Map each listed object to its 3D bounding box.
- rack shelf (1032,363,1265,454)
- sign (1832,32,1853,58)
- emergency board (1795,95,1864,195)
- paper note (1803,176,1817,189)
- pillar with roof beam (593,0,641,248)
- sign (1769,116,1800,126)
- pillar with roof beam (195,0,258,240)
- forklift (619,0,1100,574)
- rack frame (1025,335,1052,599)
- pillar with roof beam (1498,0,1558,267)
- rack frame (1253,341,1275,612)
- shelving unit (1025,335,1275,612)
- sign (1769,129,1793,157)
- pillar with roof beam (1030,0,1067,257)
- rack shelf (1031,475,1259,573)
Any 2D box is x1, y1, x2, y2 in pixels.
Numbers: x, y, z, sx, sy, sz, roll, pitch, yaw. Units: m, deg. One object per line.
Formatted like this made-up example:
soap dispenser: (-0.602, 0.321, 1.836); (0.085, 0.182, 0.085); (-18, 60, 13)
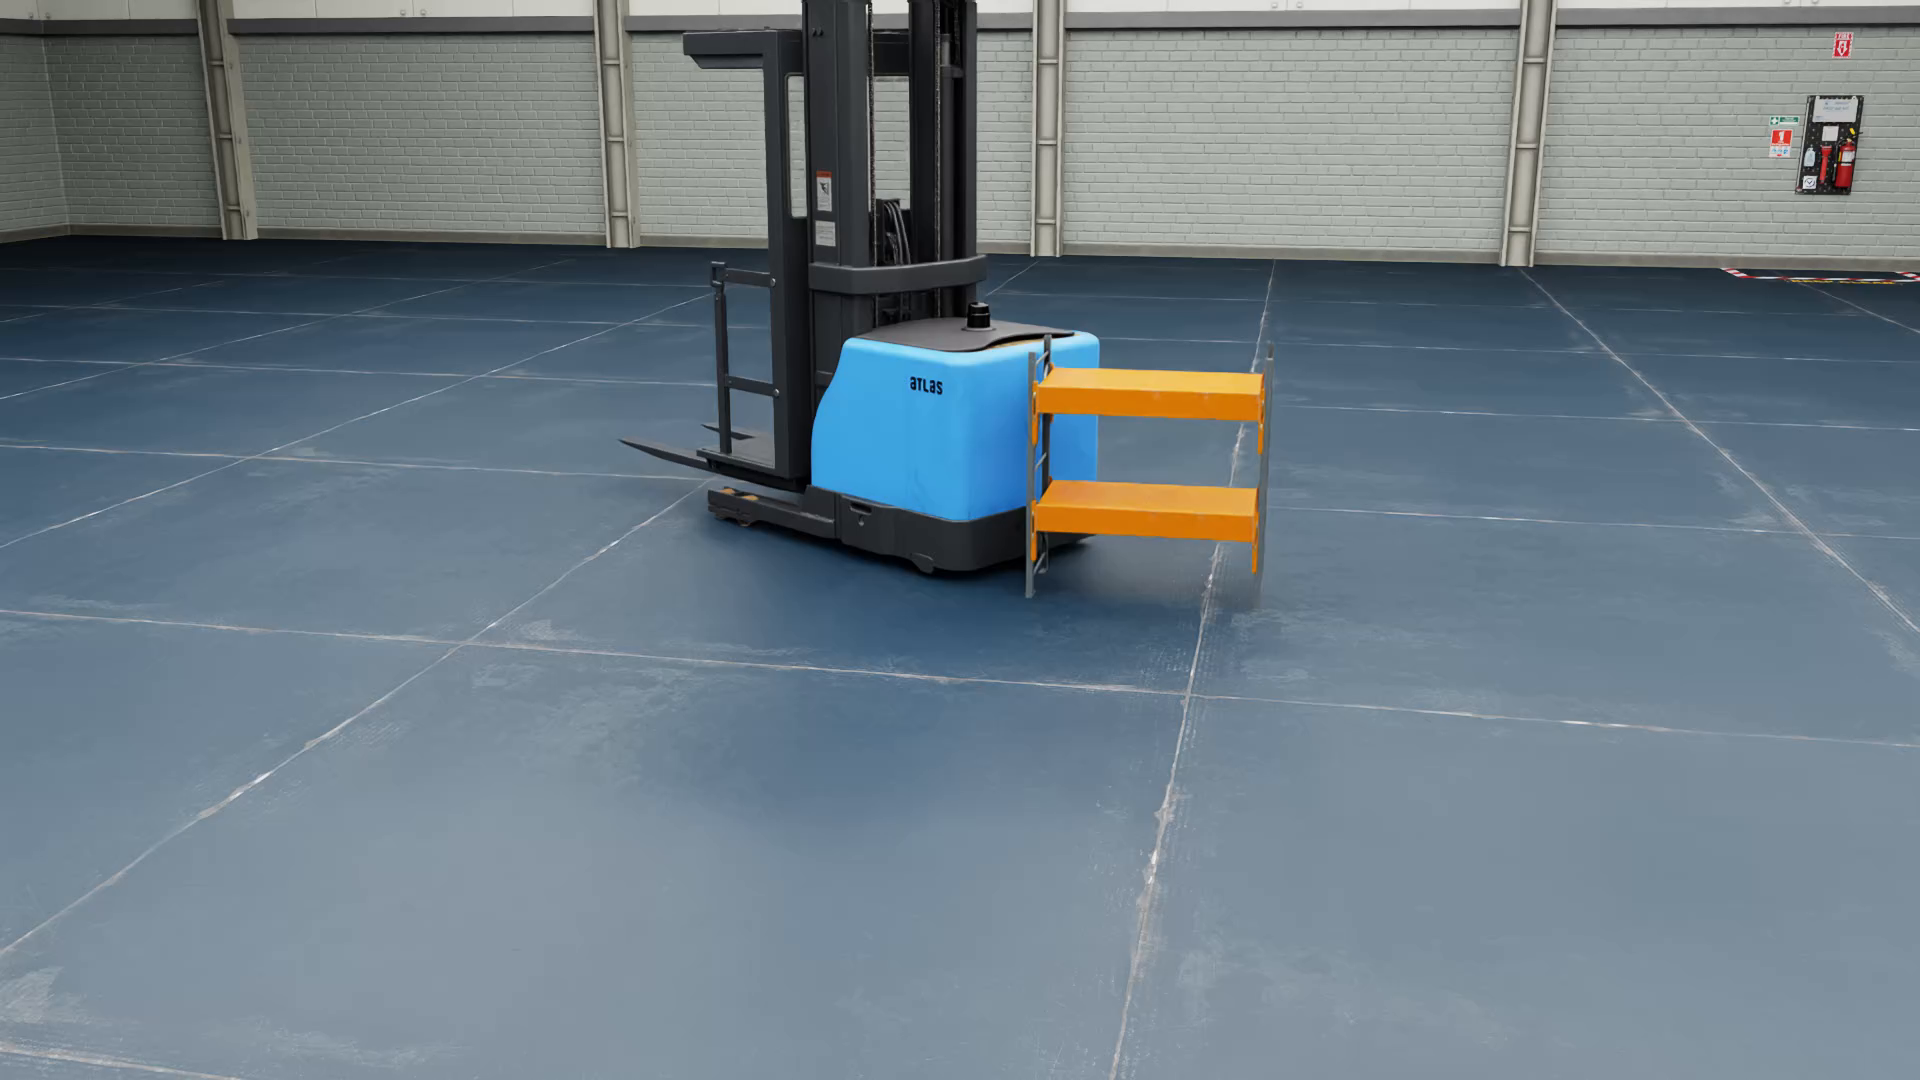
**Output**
rack shelf: (0.859, -0.598, 7.448); (1.000, 0.278, 0.538); (3, 16, 11)
sign: (10.515, -5.894, 19.808); (0.199, 0.298, 0.001); (3, 16, 11)
emergency board: (10.503, -4.750, 20.022); (0.643, 1.169, 0.194); (3, 16, 11)
paper note: (10.343, -4.353, 20.239); (0.142, 0.148, 0.016); (3, 16, 11)
pillar with roof beam: (-5.580, -7.331, 18.102); (0.400, 9.000, 9.100); (3, 16, 11)
sign: (9.985, -5.077, 20.141); (0.331, 0.109, 0.001); (3, 16, 11)
pillar with roof beam: (-11.459, -7.651, 19.254); (0.400, 9.000, 9.100); (3, 16, 11)
forklift: (-0.702, -1.570, 8.668); (3.031, 2.935, 1.130); (15, 21, 43)
rack frame: (0.361, -0.343, 7.622); (0.032, 1.125, 0.500); (3, 16, 11)
pillar with roof beam: (6.180, -6.693, 15.797); (0.400, 9.000, 9.100); (3, 16, 11)
rack frame: (1.358, -0.289, 7.430); (0.032, 1.125, 0.500); (3, 16, 11)
shelving unit: (0.859, -0.316, 7.526); (1.048, 1.125, 0.538); (3, 16, 11)
sign: (9.982, -4.824, 20.221); (0.234, 0.329, 0.001); (3, 16, 11)
pillar with roof beam: (0.300, -7.012, 16.949); (0.400, 9.000, 9.100); (3, 16, 11)
rack shelf: (0.859, -0.080, 7.591); (1.000, 0.278, 0.538); (3, 16, 11)
